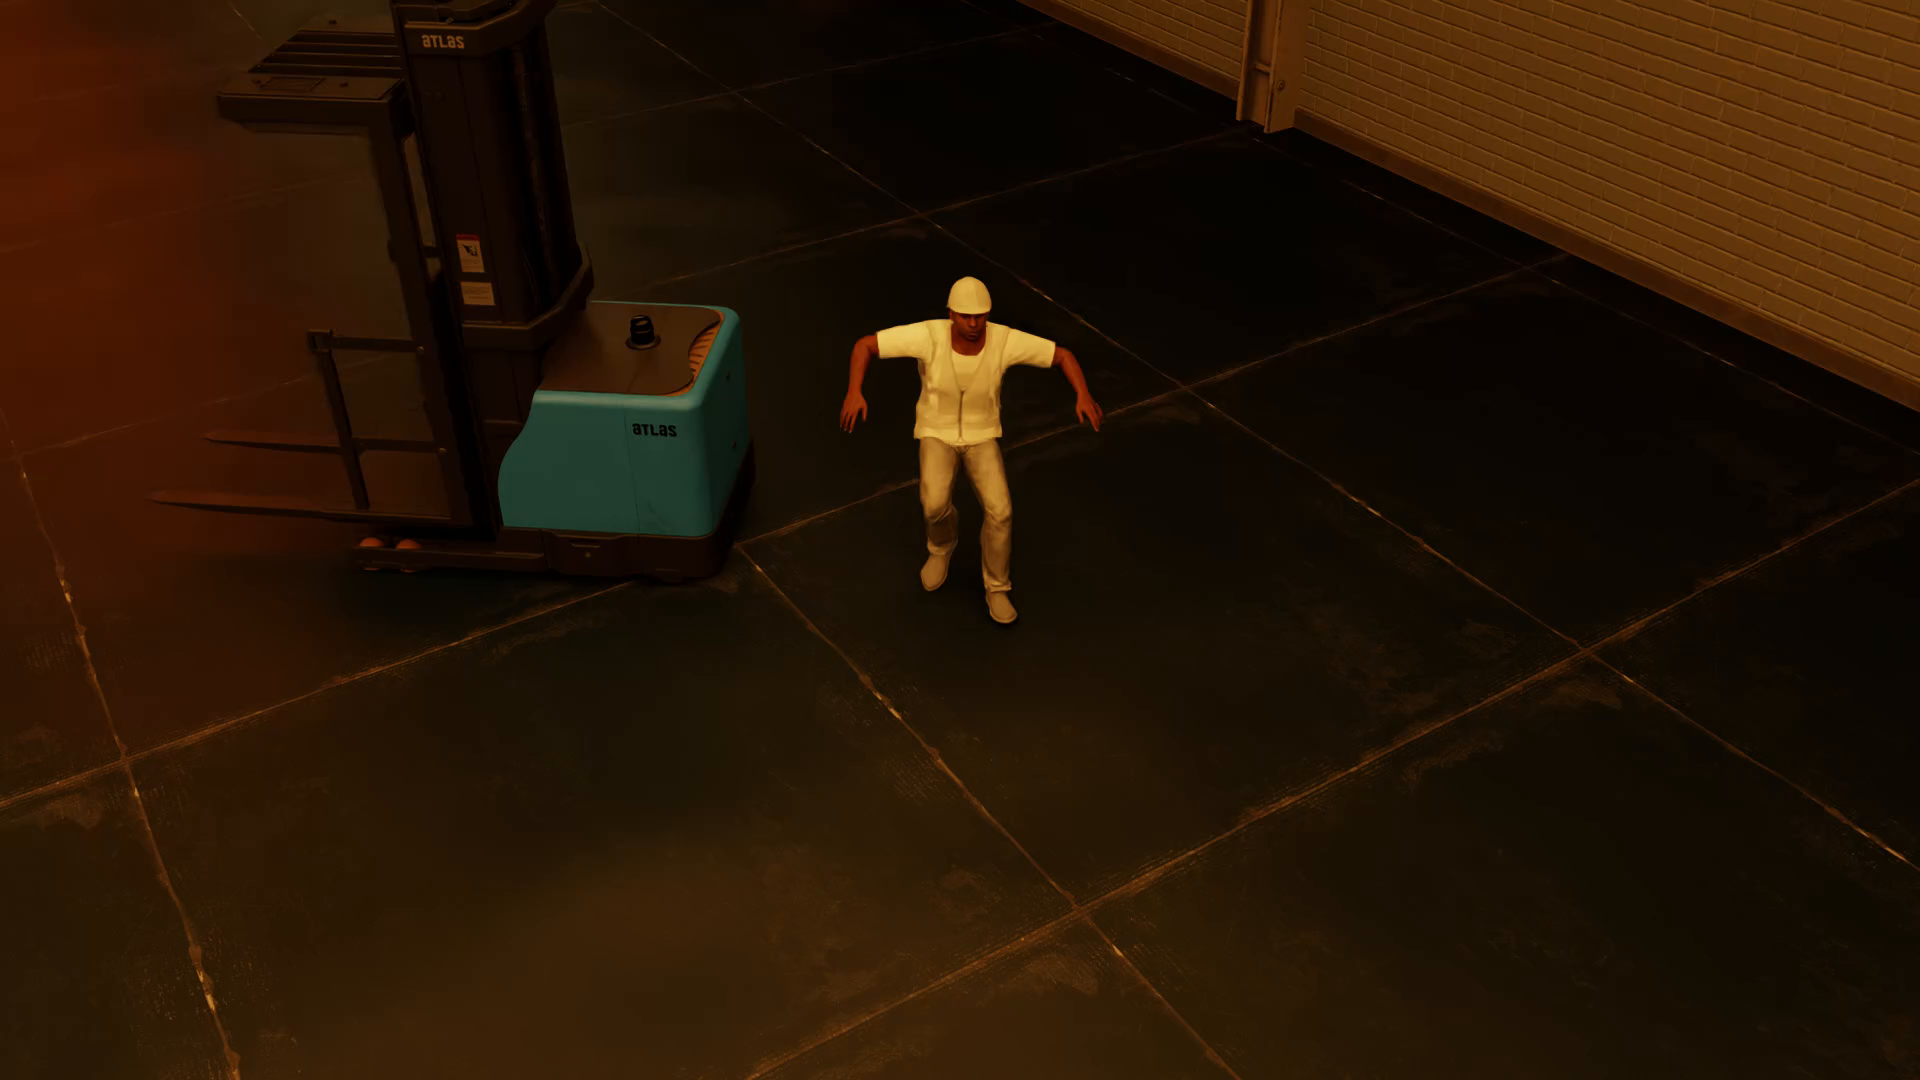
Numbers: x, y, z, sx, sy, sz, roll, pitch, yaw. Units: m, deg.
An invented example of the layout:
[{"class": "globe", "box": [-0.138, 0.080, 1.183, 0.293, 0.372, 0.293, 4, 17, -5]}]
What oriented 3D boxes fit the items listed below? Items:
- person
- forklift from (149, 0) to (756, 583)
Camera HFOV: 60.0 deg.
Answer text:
[{"class": "person", "box": [0.054, -0.428, 7.948, 1.242, 1.576, 0.851, -4, 35, -6]}, {"class": "forklift", "box": [-2.664, -1.331, 8.042, 3.031, 2.935, 1.130, 3, 35, 5]}]
